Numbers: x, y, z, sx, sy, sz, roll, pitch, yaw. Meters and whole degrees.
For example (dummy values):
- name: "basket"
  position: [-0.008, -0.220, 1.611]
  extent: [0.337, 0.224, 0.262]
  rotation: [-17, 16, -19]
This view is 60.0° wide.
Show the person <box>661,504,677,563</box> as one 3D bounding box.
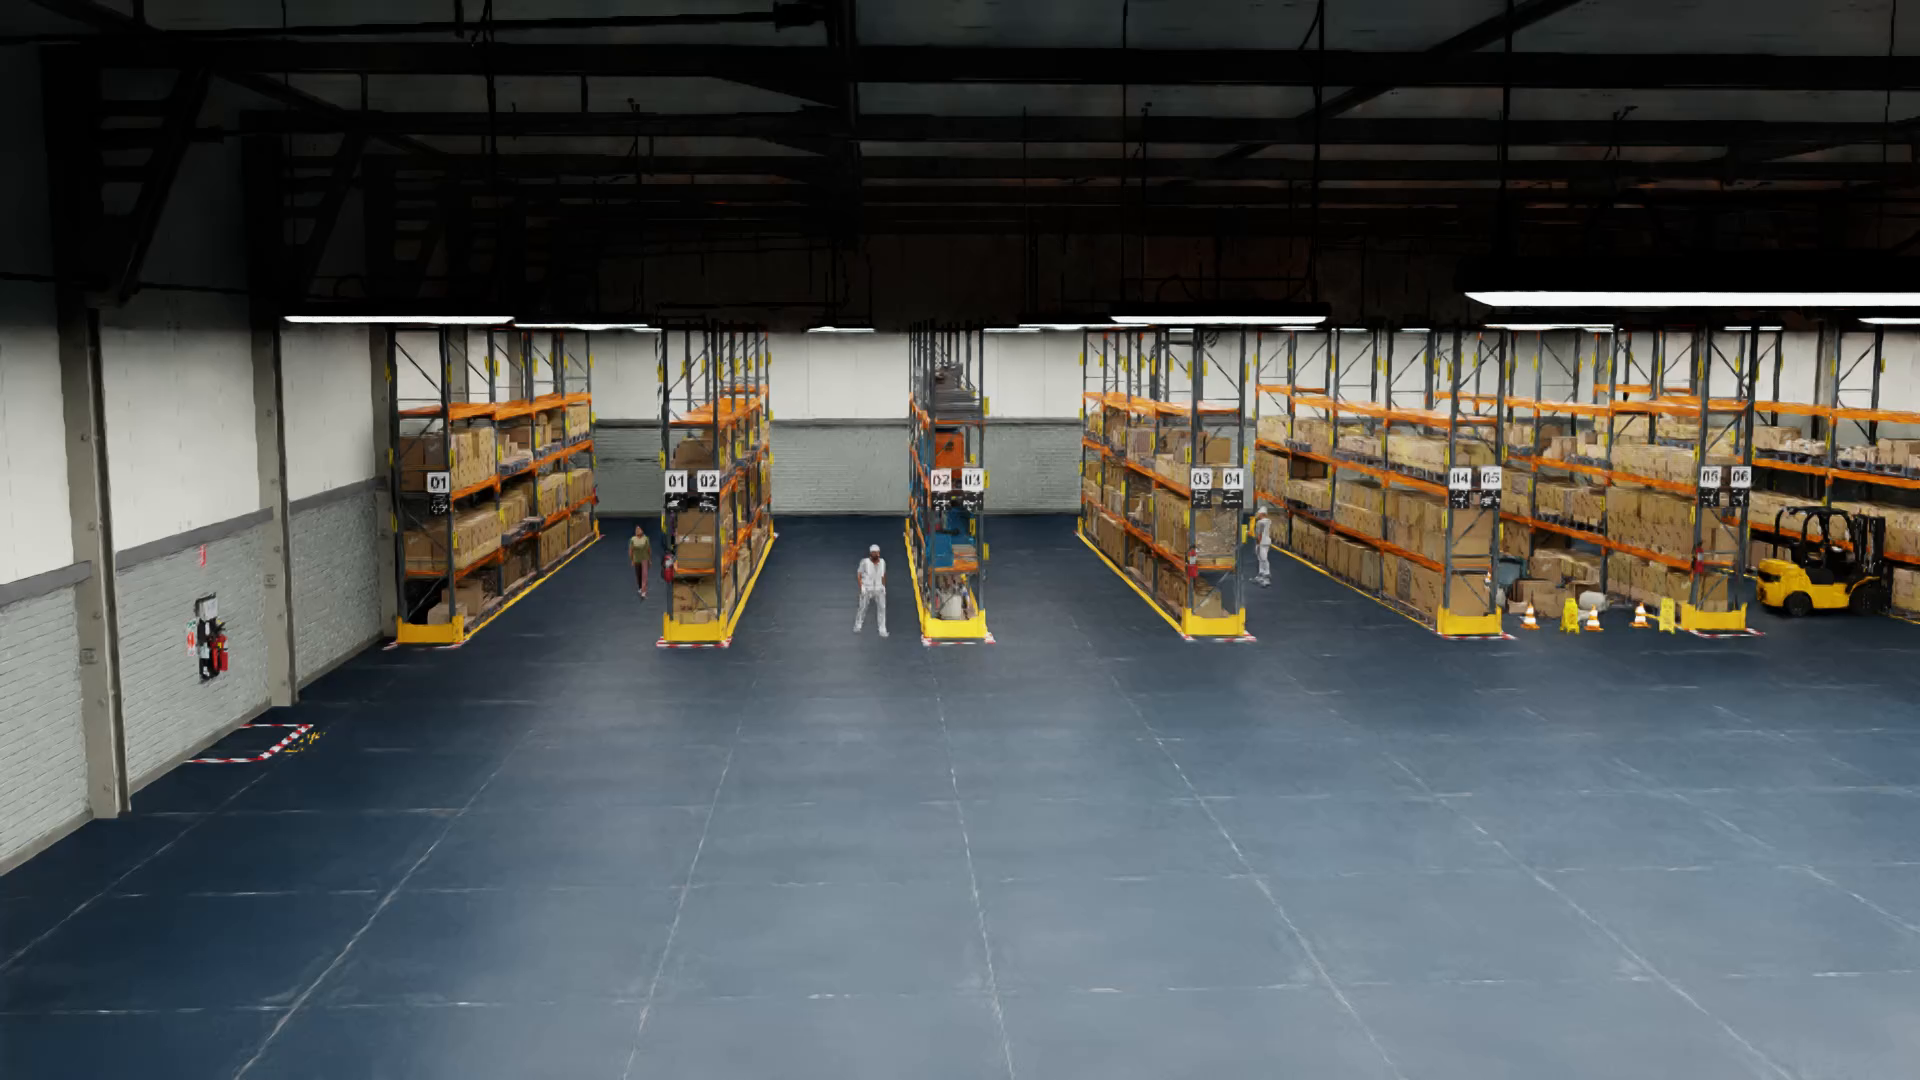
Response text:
- name: "person"
  position: [-7.334, -0.213, 41.885]
  extent: [0.415, 1.517, 1.042]
  rotation: [-1, 7, -6]

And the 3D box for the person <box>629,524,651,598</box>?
- name: "person"
  position: [-7.003, 0.431, 36.369]
  extent: [0.448, 1.590, 1.110]
  rotation: [0, 7, -1]

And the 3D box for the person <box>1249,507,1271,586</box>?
- name: "person"
  position: [6.881, 0.126, 38.040]
  extent: [0.577, 1.785, 0.655]
  rotation: [3, 8, 26]

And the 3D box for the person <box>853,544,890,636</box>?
- name: "person"
  position: [-1.693, 0.926, 31.812]
  extent: [0.628, 1.737, 0.872]
  rotation: [-3, 8, -21]
